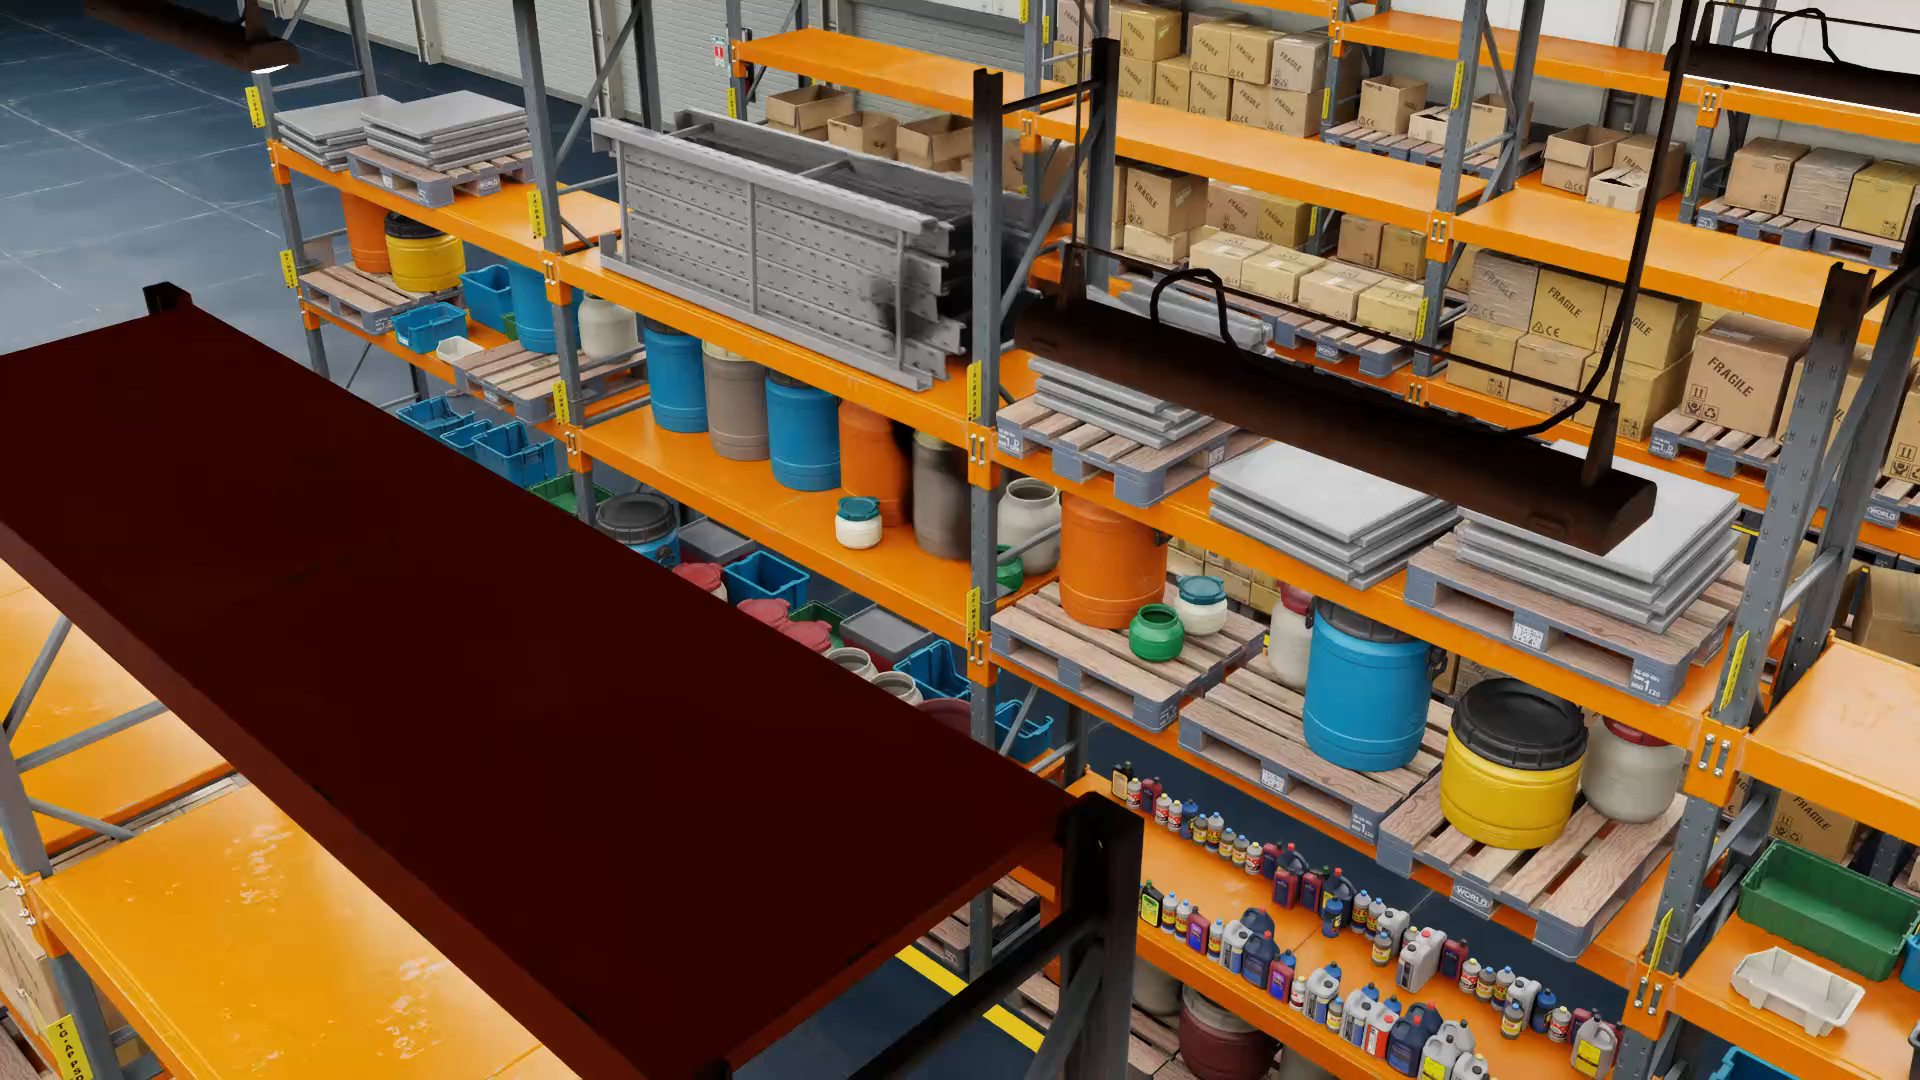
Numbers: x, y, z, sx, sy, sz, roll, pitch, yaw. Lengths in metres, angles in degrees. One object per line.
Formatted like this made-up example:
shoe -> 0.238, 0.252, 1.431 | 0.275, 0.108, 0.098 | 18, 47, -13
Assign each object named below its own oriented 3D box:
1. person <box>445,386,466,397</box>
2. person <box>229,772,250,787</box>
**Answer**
person -> -5.893, -2.366, 18.805 | 0.474, 1.612, 0.586 | -8, 30, -13
person -> -4.676, 1.620, 11.003 | 0.605, 1.754, 0.657 | 17, 34, 28
